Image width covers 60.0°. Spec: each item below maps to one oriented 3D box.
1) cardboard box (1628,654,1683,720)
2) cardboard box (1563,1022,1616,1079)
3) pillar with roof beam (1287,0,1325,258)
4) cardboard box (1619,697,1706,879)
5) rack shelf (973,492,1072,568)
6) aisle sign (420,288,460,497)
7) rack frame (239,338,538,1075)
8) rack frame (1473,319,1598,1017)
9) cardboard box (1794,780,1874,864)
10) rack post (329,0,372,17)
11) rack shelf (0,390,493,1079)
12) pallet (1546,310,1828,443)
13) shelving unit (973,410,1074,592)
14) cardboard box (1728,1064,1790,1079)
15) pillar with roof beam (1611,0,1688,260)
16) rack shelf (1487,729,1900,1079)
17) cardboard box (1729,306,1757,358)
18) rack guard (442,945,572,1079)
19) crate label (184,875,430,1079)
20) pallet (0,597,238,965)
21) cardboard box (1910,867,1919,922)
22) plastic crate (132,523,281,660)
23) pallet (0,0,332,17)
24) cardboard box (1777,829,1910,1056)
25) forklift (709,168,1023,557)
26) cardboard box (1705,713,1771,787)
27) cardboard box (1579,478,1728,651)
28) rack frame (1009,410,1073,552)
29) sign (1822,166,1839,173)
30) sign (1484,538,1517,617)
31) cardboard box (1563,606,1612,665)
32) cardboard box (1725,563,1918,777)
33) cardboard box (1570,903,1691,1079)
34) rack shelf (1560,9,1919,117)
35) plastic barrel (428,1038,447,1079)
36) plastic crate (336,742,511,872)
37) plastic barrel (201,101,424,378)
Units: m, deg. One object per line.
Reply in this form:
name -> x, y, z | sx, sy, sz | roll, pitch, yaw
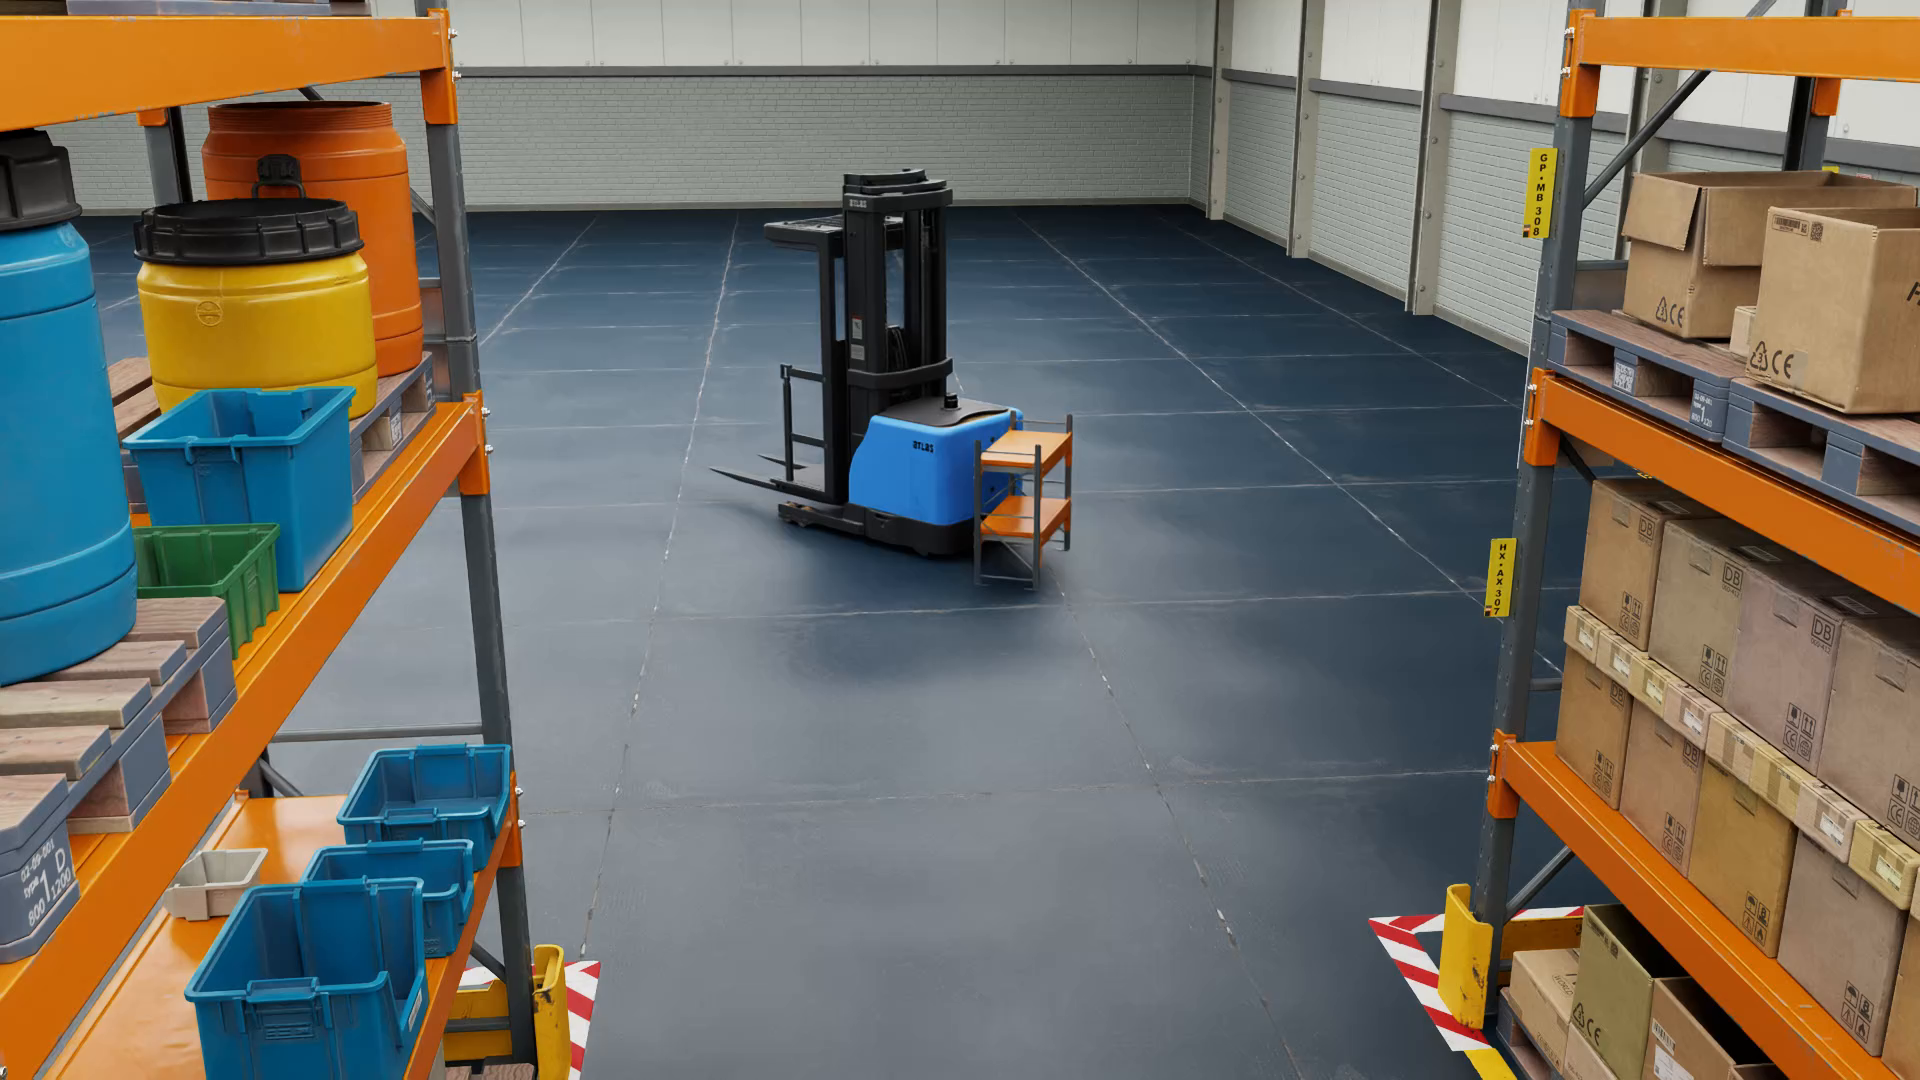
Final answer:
cardboard box -> 2.581, 0.506, 5.809 | 0.380, 0.149, 0.250 | -2, 18, -5
cardboard box -> 2.590, 2.013, 6.146 | 0.500, 0.250, 0.500 | -2, 18, -6
pillar with roof beam -> 1.803, -9.266, 28.167 | 9.100, 9.000, 0.400 | -2, 18, -6
cardboard box -> 2.795, 0.834, 5.845 | 0.700, 0.500, 0.500 | -1, 17, -4
rack shelf -> 0.496, -0.088, 12.897 | 0.538, 0.278, 1.000 | 5, 18, 16
aisle sign -> -1.939, -0.533, 6.026 | 0.394, 0.787, 0.004 | -2, 18, -6
rack frame -> -2.227, 0.738, 6.318 | 1.000, 3.000, 0.127 | -2, 18, -6
rack frame -> 2.701, 0.586, 6.802 | 1.000, 3.000, 0.127 | -2, 18, -6
cardboard box -> 2.685, 0.811, 4.837 | 0.380, 0.149, 0.250 | -2, 18, -5
rack post -> -2.275, -1.656, 4.764 | 0.937, 0.300, 0.954 | 0, 17, 0
rack shelf -> -2.020, 0.246, 4.078 | 1.077, 0.370, 4.000 | -2, 18, -6
pallet -> 2.748, -0.591, 5.692 | 1.003, 0.211, 1.213 | -2, 18, -6
shelving unit -> 0.496, -0.322, 12.824 | 0.538, 1.125, 1.048 | 5, 18, 16
cardboard box -> 2.687, 1.954, 5.084 | 0.500, 0.500, 0.500 | -2, 18, -6
pillar with roof beam -> 3.040, -5.691, 16.779 | 9.100, 9.000, 0.400 | -2, 18, -6
rack shelf -> 2.907, 1.525, 5.012 | 1.077, 0.370, 4.000 | -2, 18, -6
cardboard box -> 2.647, -0.636, 5.172 | 0.380, 0.149, 0.250 | -2, 18, -6
rack guard -> -2.172, 1.952, 6.625 | 1.175, 0.500, 0.348 | -2, 18, -6
crate label -> -1.768, 1.261, 4.593 | 0.502, 0.435, 0.616 | -2, 18, -6
pallet -> -1.986, 0.377, 2.776 | 1.213, 0.211, 1.003 | -2, 18, -6
cardboard box -> 2.743, 0.968, 4.336 | 0.380, 0.149, 0.250 | -1, 17, -4
plastic crate -> -1.706, 0.121, 3.629 | 0.336, 0.188, 0.450 | -2, 18, -6
pallet -> -2.056, -1.260, 3.652 | 1.003, 0.211, 1.213 | -2, 18, -6
cardboard box -> 2.898, 1.139, 4.874 | 0.700, 0.500, 0.500 | -1, 17, -4
forklift -> -0.913, -1.615, 13.928 | 3.031, 2.935, 1.130 | 15, 23, 39
cardboard box -> 2.635, 0.660, 5.317 | 0.380, 0.149, 0.250 | -2, 18, -7
cardboard box -> 2.741, 0.075, 6.098 | 0.700, 0.500, 0.500 | -2, 18, -5
rack frame -> 0.641, -0.468, 13.289 | 0.500, 1.125, 0.032 | 5, 18, 16
sign -> 3.242, -1.242, 6.272 | 0.100, 0.325, 0.005 | -2, 18, -6
sign -> 2.148, 0.151, 6.611 | 0.100, 0.325, 0.005 | -2, 18, -6
cardboard box -> 2.527, 0.353, 6.296 | 0.380, 0.149, 0.250 | -2, 18, -6
cardboard box -> 2.854, 0.382, 5.121 | 0.700, 0.500, 0.500 | -2, 18, -5
cardboard box -> 2.588, 1.656, 6.033 | 0.500, 0.500, 0.500 | -2, 18, -6
rack shelf -> 2.907, -1.146, 4.173 | 1.077, 0.370, 4.000 | -2, 18, -6
plastic barrel -> -2.083, 1.919, 6.011 | 0.421, 0.512, 0.421 | 0, 17, 0
plastic crate -> -1.877, 0.949, 5.895 | 0.499, 0.251, 0.616 | -2, 18, -6
plastic barrel -> -2.050, -0.957, 5.293 | 0.600, 0.830, 0.708 | -2, 18, -6
